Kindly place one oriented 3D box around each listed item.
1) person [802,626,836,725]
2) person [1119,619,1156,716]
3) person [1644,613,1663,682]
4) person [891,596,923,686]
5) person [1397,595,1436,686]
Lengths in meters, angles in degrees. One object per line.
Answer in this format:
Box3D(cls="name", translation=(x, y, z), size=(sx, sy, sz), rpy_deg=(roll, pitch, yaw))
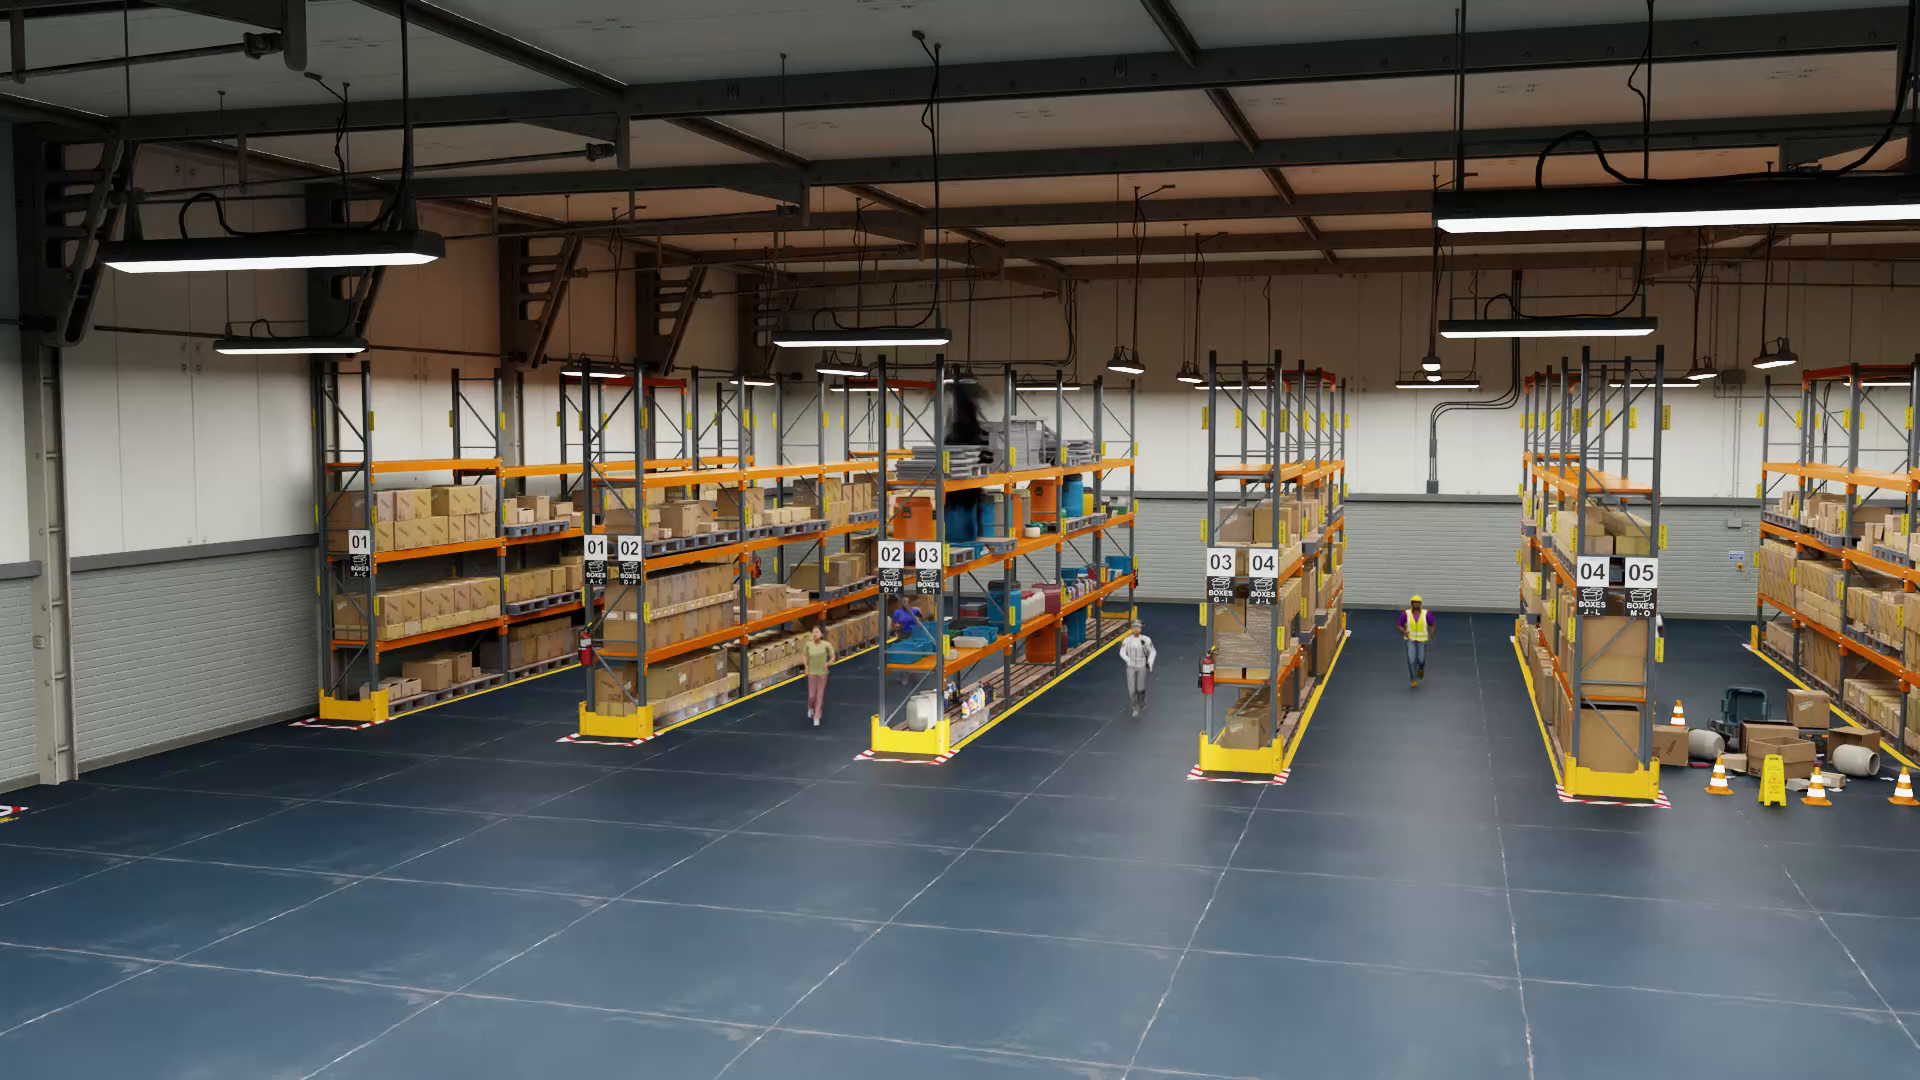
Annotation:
Box3D(cls="person", translation=(-2.338, 2.229, 27.475), size=(0.570, 1.637, 0.564), rpy_deg=(0, 4, 1))
Box3D(cls="person", translation=(3.002, 2.167, 28.234), size=(0.612, 1.658, 0.524), rpy_deg=(1, 4, 12))
Box3D(cls="person", translation=(12.948, 1.948, 31.403), size=(0.593, 1.642, 0.893), rpy_deg=(2, 4, 23))
Box3D(cls="person", translation=(-1.017, 1.909, 31.896), size=(0.600, 1.693, 0.918), rpy_deg=(0, 4, 5))
Box3D(cls="person", translation=(8.612, 1.903, 31.390), size=(0.700, 1.723, 0.582), rpy_deg=(1, 4, 15))
